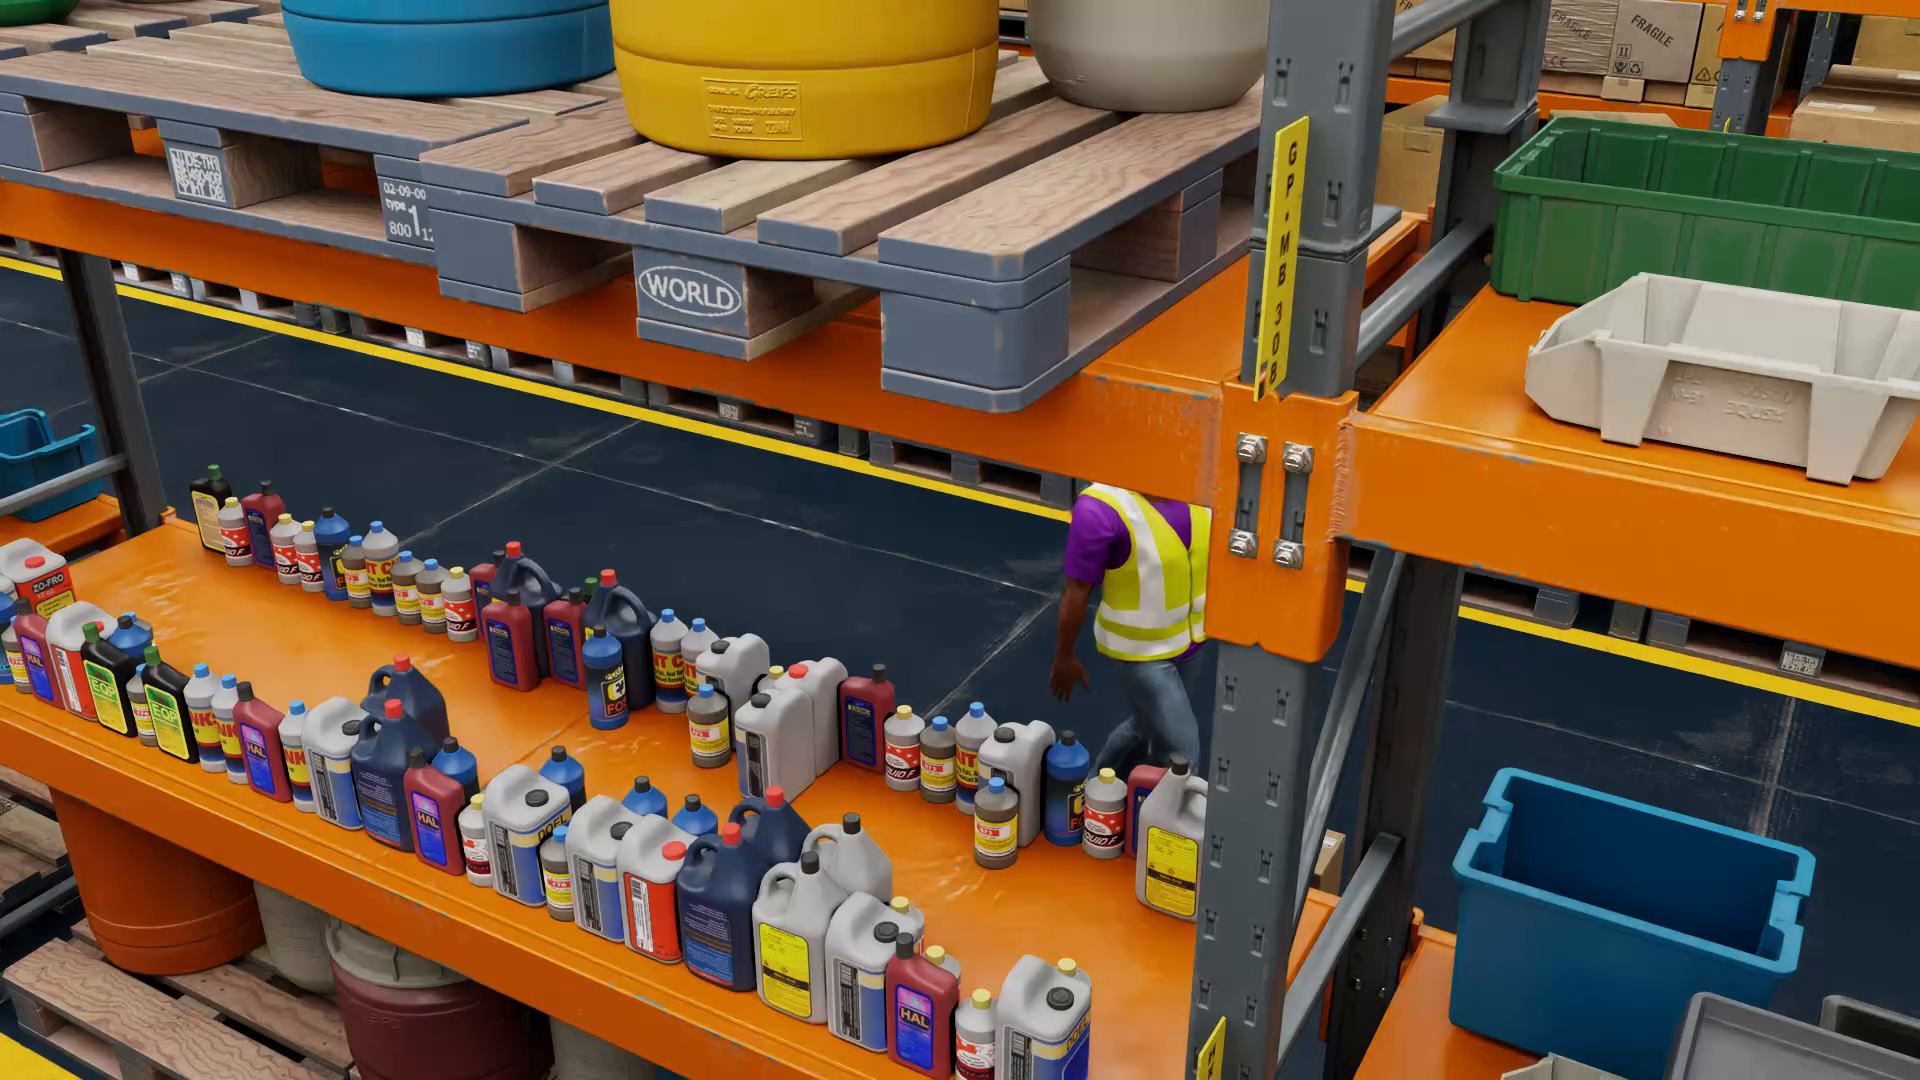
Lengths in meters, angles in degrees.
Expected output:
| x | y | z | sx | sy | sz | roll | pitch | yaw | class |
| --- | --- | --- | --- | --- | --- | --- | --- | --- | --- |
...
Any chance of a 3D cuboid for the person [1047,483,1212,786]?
| x | y | z | sx | sy | sz | roll | pitch | yaw | class |
| --- | --- | --- | --- | --- | --- | --- | --- | --- | --- |
| 0.743 | 0.362 | 5.379 | 0.623 | 1.723 | 0.938 | -23 | 35 | -39 | person |
